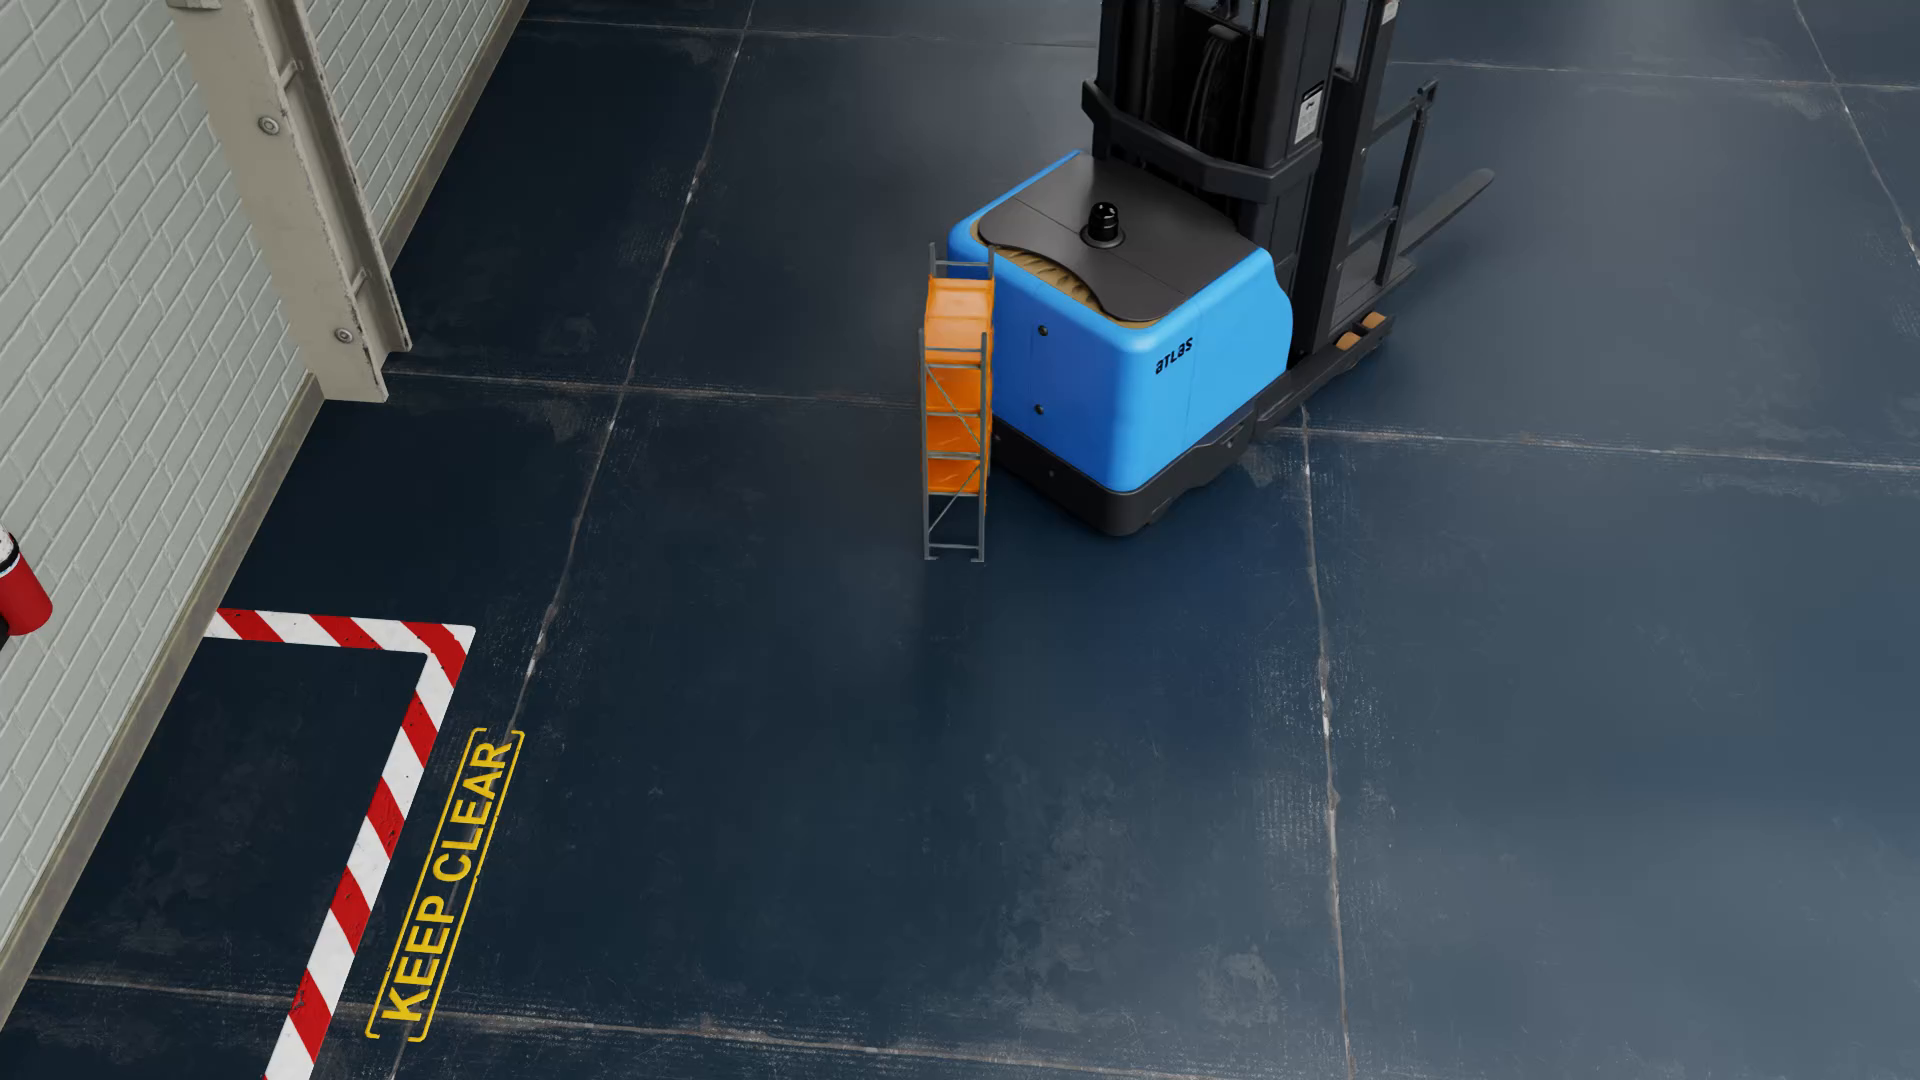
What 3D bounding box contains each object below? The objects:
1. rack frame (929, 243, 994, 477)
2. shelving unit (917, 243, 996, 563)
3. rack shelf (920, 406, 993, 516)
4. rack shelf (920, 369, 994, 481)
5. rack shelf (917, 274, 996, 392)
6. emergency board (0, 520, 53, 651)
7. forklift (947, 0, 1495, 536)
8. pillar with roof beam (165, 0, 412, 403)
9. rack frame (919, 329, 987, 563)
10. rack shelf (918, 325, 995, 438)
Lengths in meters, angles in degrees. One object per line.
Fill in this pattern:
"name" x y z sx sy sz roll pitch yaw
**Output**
"rack frame" 0.007 -0.683 6.587 0.240 1.200 0.015 3 48 3
"shelving unit" -0.009 -0.503 6.423 0.258 1.200 0.503 3 48 3
"rack shelf" -0.009 -0.324 6.619 0.258 0.148 0.480 3 48 3
"rack shelf" -0.009 -0.458 6.473 0.258 0.148 0.480 3 48 3
"rack shelf" -0.009 -0.768 6.133 0.258 0.148 0.480 3 48 3
"emergency board" -2.934 0.039 4.707 0.194 1.169 0.643 4 48 4
"forklift" 1.319 -1.995 6.615 1.130 2.935 3.031 36 57 28
"pillar with roof beam" 1.616 -3.509 3.887 9.100 9.000 0.400 4 48 4
"rack frame" -0.025 -0.323 6.259 0.240 1.200 0.015 3 48 3
"rack shelf" -0.009 -0.609 6.307 0.258 0.148 0.480 3 48 3
